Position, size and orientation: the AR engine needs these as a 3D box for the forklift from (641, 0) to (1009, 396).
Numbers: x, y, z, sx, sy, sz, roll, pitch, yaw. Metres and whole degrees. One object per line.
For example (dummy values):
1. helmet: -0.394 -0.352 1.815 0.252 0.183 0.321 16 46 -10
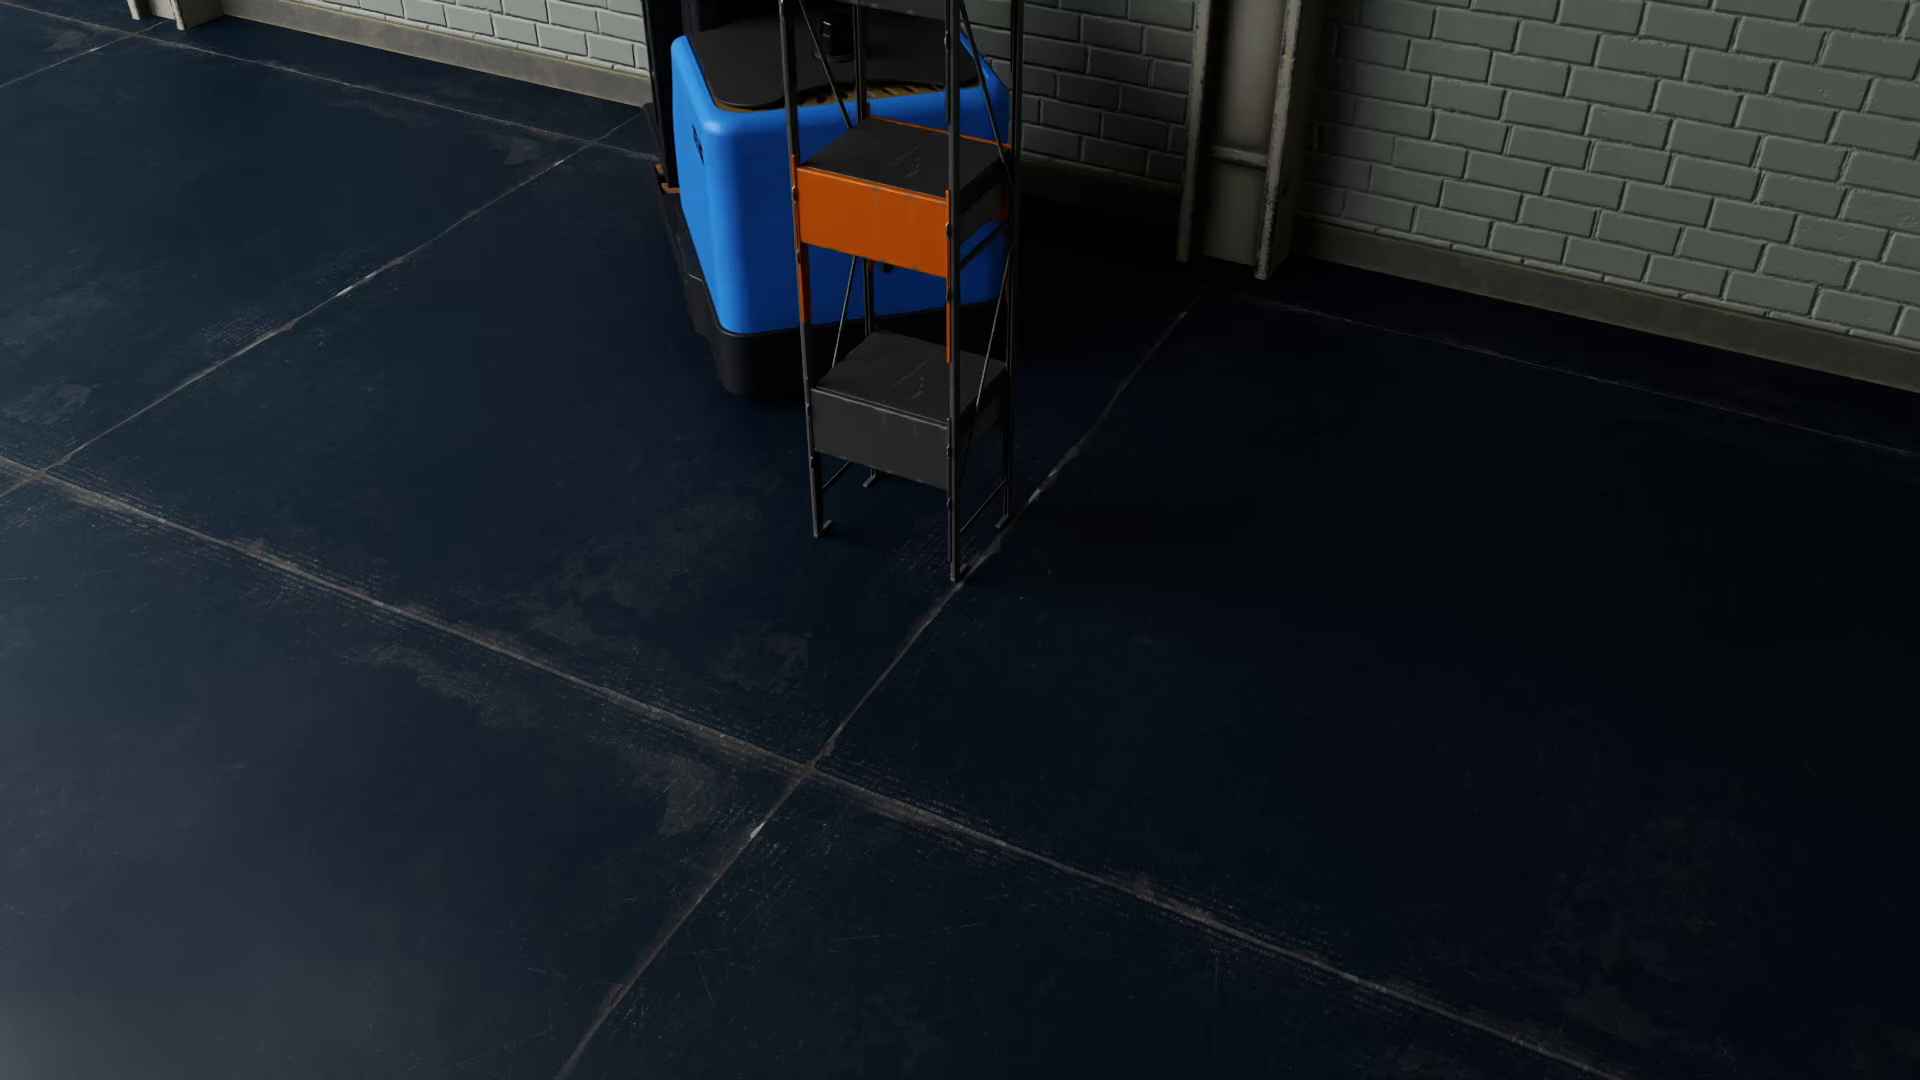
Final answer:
1. forklift: -0.709 -2.563 6.202 1.130 2.935 3.031 -10 38 -12

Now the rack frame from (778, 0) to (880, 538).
1. rack frame: -0.364 -0.950 4.765 0.015 2.100 0.400 17 41 21

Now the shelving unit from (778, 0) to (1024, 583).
1. shelving unit: -0.147 -0.882 4.676 0.503 2.100 0.431 17 41 21

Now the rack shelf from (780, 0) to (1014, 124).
1. rack shelf: -0.147 -1.429 4.261 0.480 0.518 0.431 17 41 21

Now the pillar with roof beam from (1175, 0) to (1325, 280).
1. pillar with roof beam: -0.863 -2.442 1.024 0.400 9.000 9.100 17 41 21

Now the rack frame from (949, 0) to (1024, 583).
1. rack frame: 0.070 -0.815 4.586 0.015 2.100 0.400 17 41 21

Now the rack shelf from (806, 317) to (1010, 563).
1. rack shelf: -0.147 -0.314 5.107 0.480 0.518 0.431 17 41 21

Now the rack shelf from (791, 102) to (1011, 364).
1. rack shelf: -0.147 -0.872 4.684 0.480 0.518 0.431 17 41 21

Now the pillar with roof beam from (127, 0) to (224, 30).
1. pillar with roof beam: -6.191 -4.110 3.222 0.400 9.000 9.100 17 41 21
